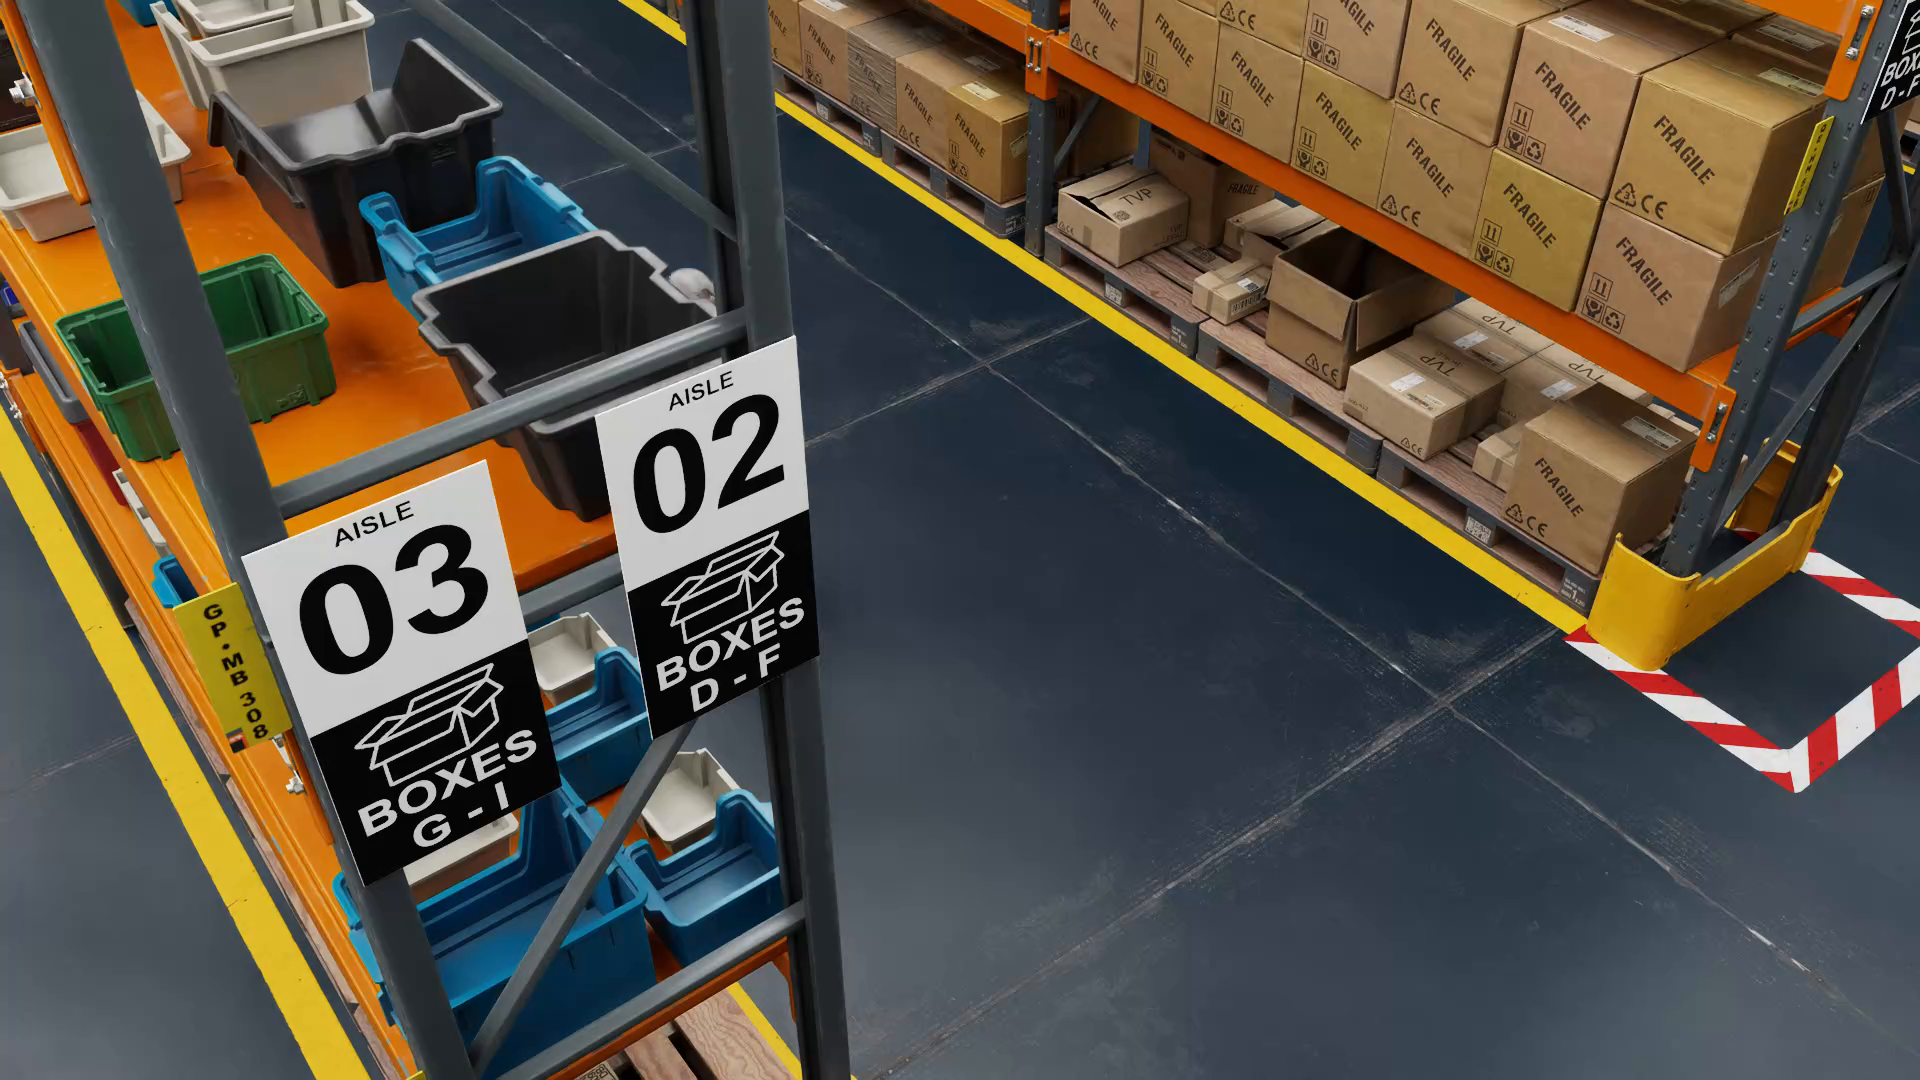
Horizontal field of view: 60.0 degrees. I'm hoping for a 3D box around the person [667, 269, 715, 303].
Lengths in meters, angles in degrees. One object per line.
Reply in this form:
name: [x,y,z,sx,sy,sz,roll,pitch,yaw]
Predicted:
person: [-0.960,-0.321,6.552,0.478,1.650,0.409,-26,47,-27]
